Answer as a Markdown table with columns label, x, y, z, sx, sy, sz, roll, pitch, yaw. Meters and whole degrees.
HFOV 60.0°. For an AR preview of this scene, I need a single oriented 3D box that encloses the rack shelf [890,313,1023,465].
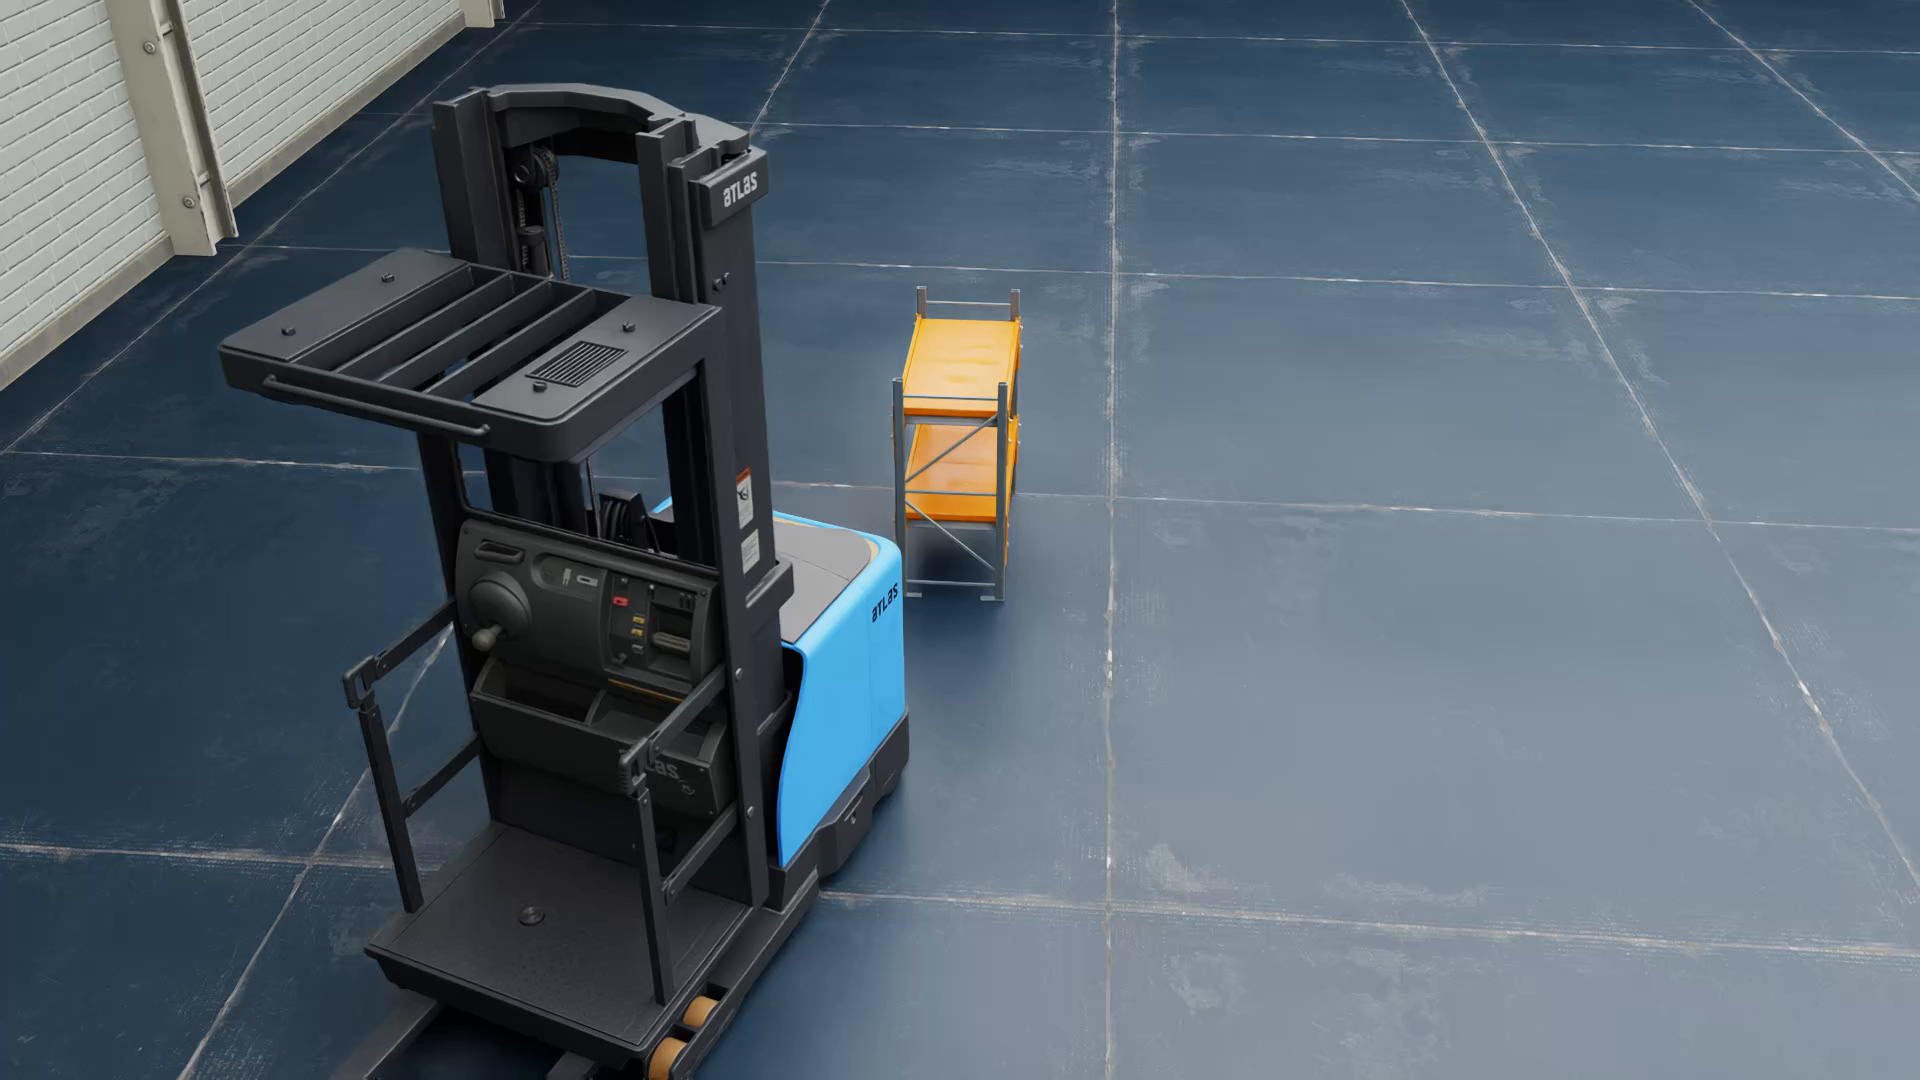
| label | x | y | z | sx | sy | sz | roll | pitch | yaw |
| --- | --- | --- | --- | --- | --- | --- | --- | --- | --- |
| rack shelf | -0.001 | -0.725 | 7.796 | 0.538 | 0.278 | 1.000 | 2 | 32 | 4 |

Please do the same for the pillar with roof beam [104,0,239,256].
| label | x | y | z | sx | sy | sz | roll | pitch | yaw |
| --- | --- | --- | --- | --- | --- | --- | --- | --- | --- |
| pillar with roof beam | -0.973 | -5.708 | 8.935 | 9.100 | 9.000 | 0.400 | 2 | 32 | 4 |

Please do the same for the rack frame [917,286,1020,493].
| label | x | y | z | sx | sy | sz | roll | pitch | yaw |
| --- | --- | --- | --- | --- | --- | --- | --- | --- | --- |
| rack frame | 0.041 | -0.741 | 8.380 | 0.500 | 1.125 | 0.032 | 2 | 32 | 4 |

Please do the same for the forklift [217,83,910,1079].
| label | x | y | z | sx | sy | sz | roll | pitch | yaw |
| --- | --- | --- | --- | --- | --- | --- | --- | --- | --- |
| forklift | -1.268 | 0.268 | 5.021 | 1.130 | 2.935 | 3.031 | 13 | 34 | 20 |

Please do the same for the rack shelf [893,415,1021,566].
| label | x | y | z | sx | sy | sz | roll | pitch | yaw |
| --- | --- | --- | --- | --- | --- | --- | --- | --- | --- |
| rack shelf | -0.001 | -0.267 | 8.077 | 0.538 | 0.278 | 1.000 | 2 | 32 | 4 |

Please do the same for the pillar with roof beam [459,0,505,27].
| label | x | y | z | sx | sy | sz | roll | pitch | yaw |
| --- | --- | --- | --- | --- | --- | --- | --- | --- | --- |
| pillar with roof beam | -0.485 | -8.845 | 14.026 | 9.100 | 9.000 | 0.400 | 2 | 32 | 4 |

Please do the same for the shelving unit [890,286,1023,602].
| label | x | y | z | sx | sy | sz | roll | pitch | yaw |
| --- | --- | --- | --- | --- | --- | --- | --- | --- | --- |
| shelving unit | -0.001 | -0.475 | 7.949 | 0.538 | 1.125 | 1.048 | 2 | 32 | 4 |

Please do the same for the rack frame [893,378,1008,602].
| label | x | y | z | sx | sy | sz | roll | pitch | yaw |
| --- | --- | --- | --- | --- | --- | --- | --- | --- | --- |
| rack frame | -0.042 | -0.210 | 7.518 | 0.500 | 1.125 | 0.032 | 2 | 32 | 4 |
